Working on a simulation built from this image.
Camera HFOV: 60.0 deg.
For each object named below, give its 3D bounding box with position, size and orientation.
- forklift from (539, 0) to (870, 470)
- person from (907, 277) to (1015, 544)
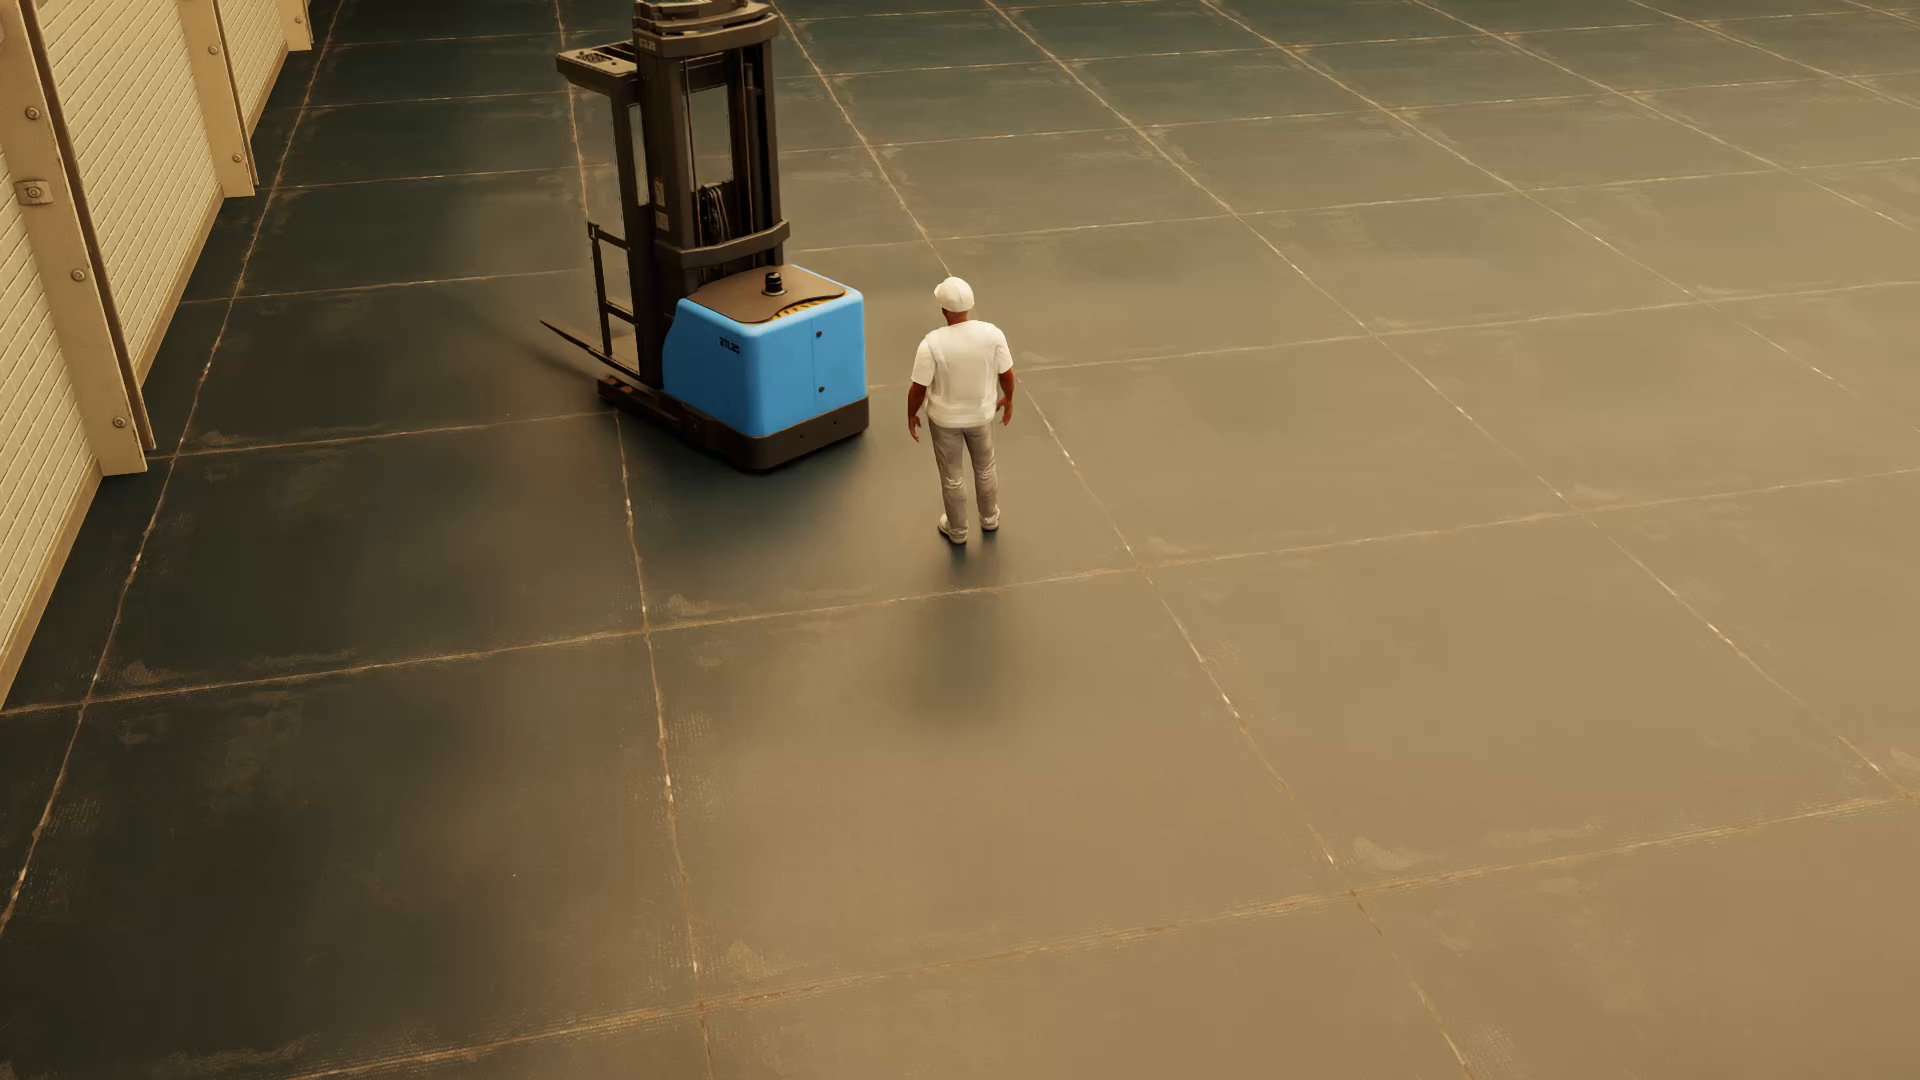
[{"bbox_3d":[-2.022,-2.384,11.692,1.130,2.935,3.031,-26,39,-37],"label":"forklift"},{"bbox_3d":[-0.010,-0.805,10.114,0.665,1.766,0.576,-7,31,-12],"label":"person"}]
